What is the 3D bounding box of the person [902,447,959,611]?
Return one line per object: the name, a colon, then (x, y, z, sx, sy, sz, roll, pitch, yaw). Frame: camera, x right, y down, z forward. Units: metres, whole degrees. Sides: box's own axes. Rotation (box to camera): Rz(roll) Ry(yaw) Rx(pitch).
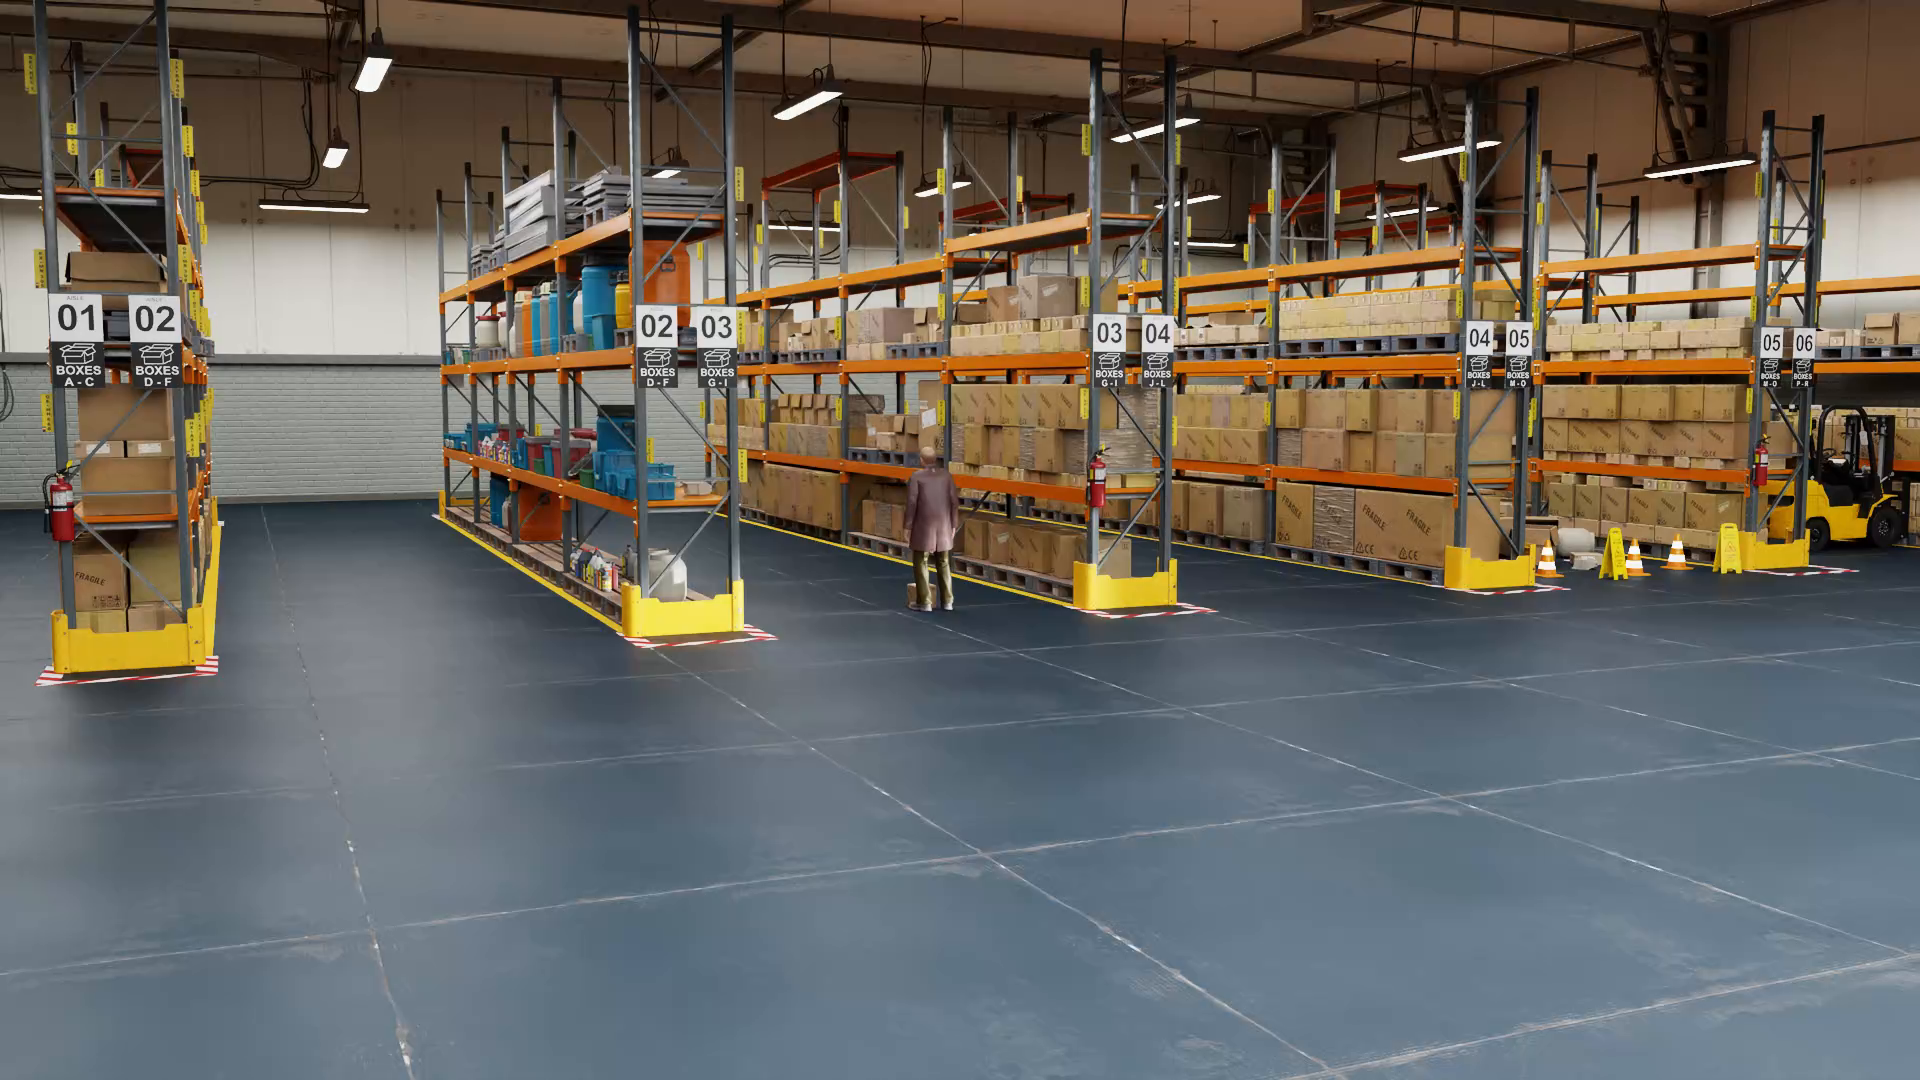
person: (-0.317, -0.123, 18.026, 0.643, 1.774, 0.424, -2, 6, -23)
